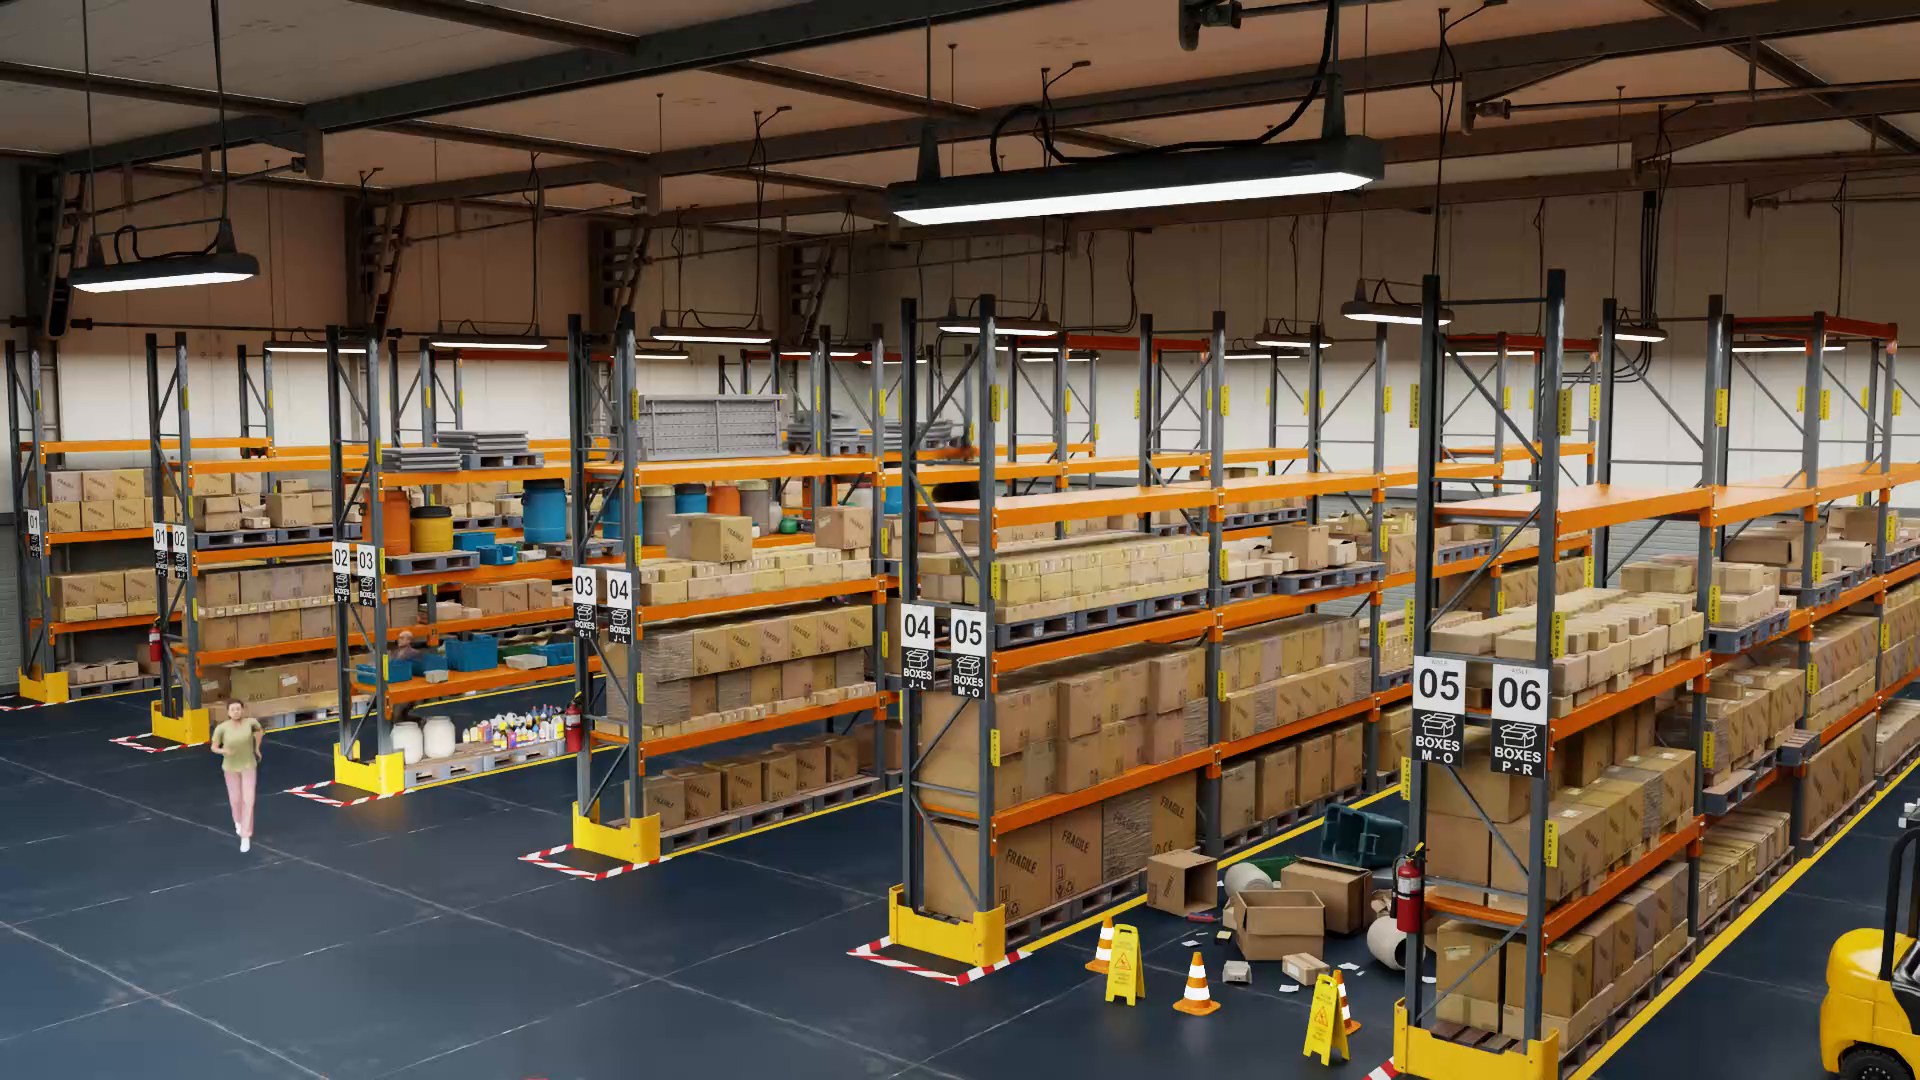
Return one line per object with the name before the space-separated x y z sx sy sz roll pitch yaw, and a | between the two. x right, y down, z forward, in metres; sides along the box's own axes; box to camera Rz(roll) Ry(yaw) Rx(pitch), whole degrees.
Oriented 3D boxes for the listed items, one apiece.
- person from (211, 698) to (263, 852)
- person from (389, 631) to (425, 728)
person | -8.217 2.617 18.930 0.532 1.682 0.946 -2 5 -20
person | -7.920 2.160 23.819 0.726 1.732 0.702 3 6 30
